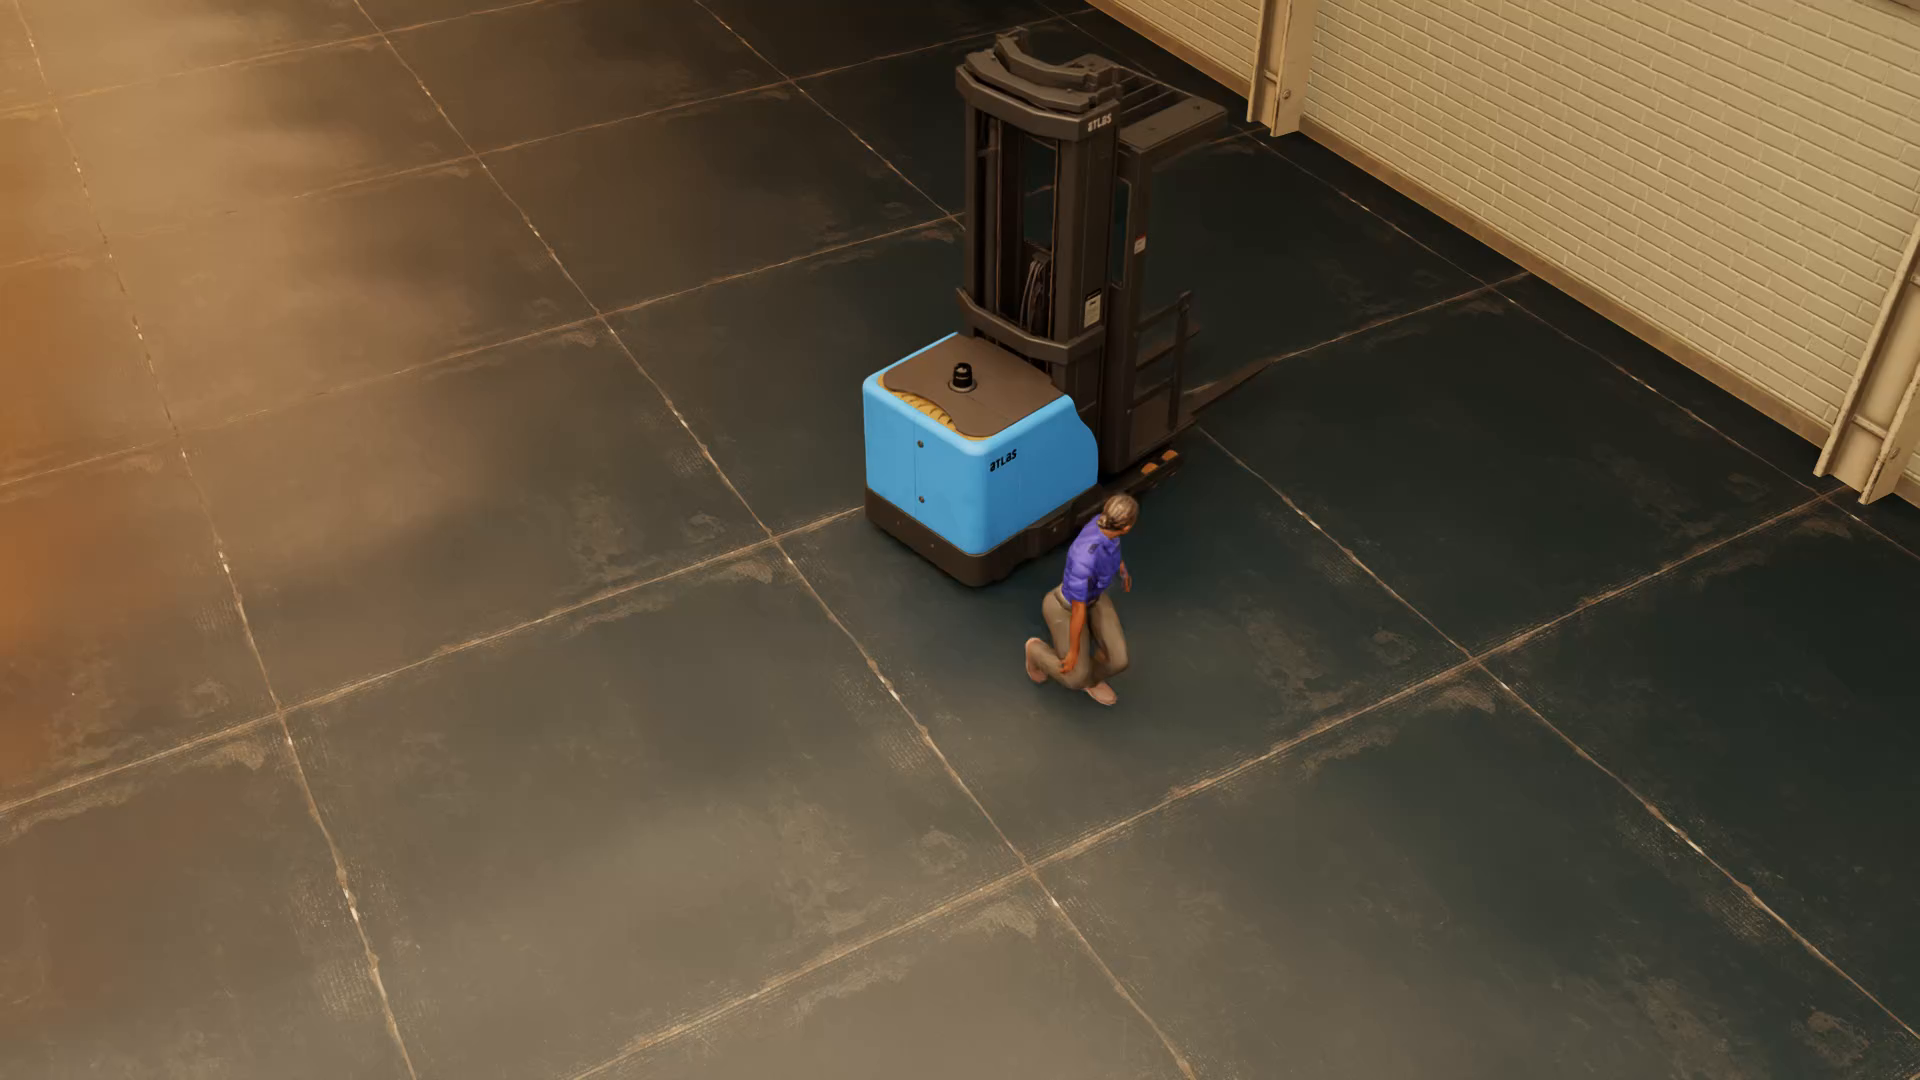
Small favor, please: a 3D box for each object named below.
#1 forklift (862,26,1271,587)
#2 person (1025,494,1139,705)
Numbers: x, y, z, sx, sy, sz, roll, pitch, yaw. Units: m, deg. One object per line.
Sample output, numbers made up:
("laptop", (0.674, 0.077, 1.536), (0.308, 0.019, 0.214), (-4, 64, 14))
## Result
("forklift", (0.821, -1.676, 10.057), (3.031, 2.935, 1.130), (-31, 49, -32))
("person", (0.643, 0.314, 8.843), (0.620, 1.452, 0.746), (29, 48, 30))
